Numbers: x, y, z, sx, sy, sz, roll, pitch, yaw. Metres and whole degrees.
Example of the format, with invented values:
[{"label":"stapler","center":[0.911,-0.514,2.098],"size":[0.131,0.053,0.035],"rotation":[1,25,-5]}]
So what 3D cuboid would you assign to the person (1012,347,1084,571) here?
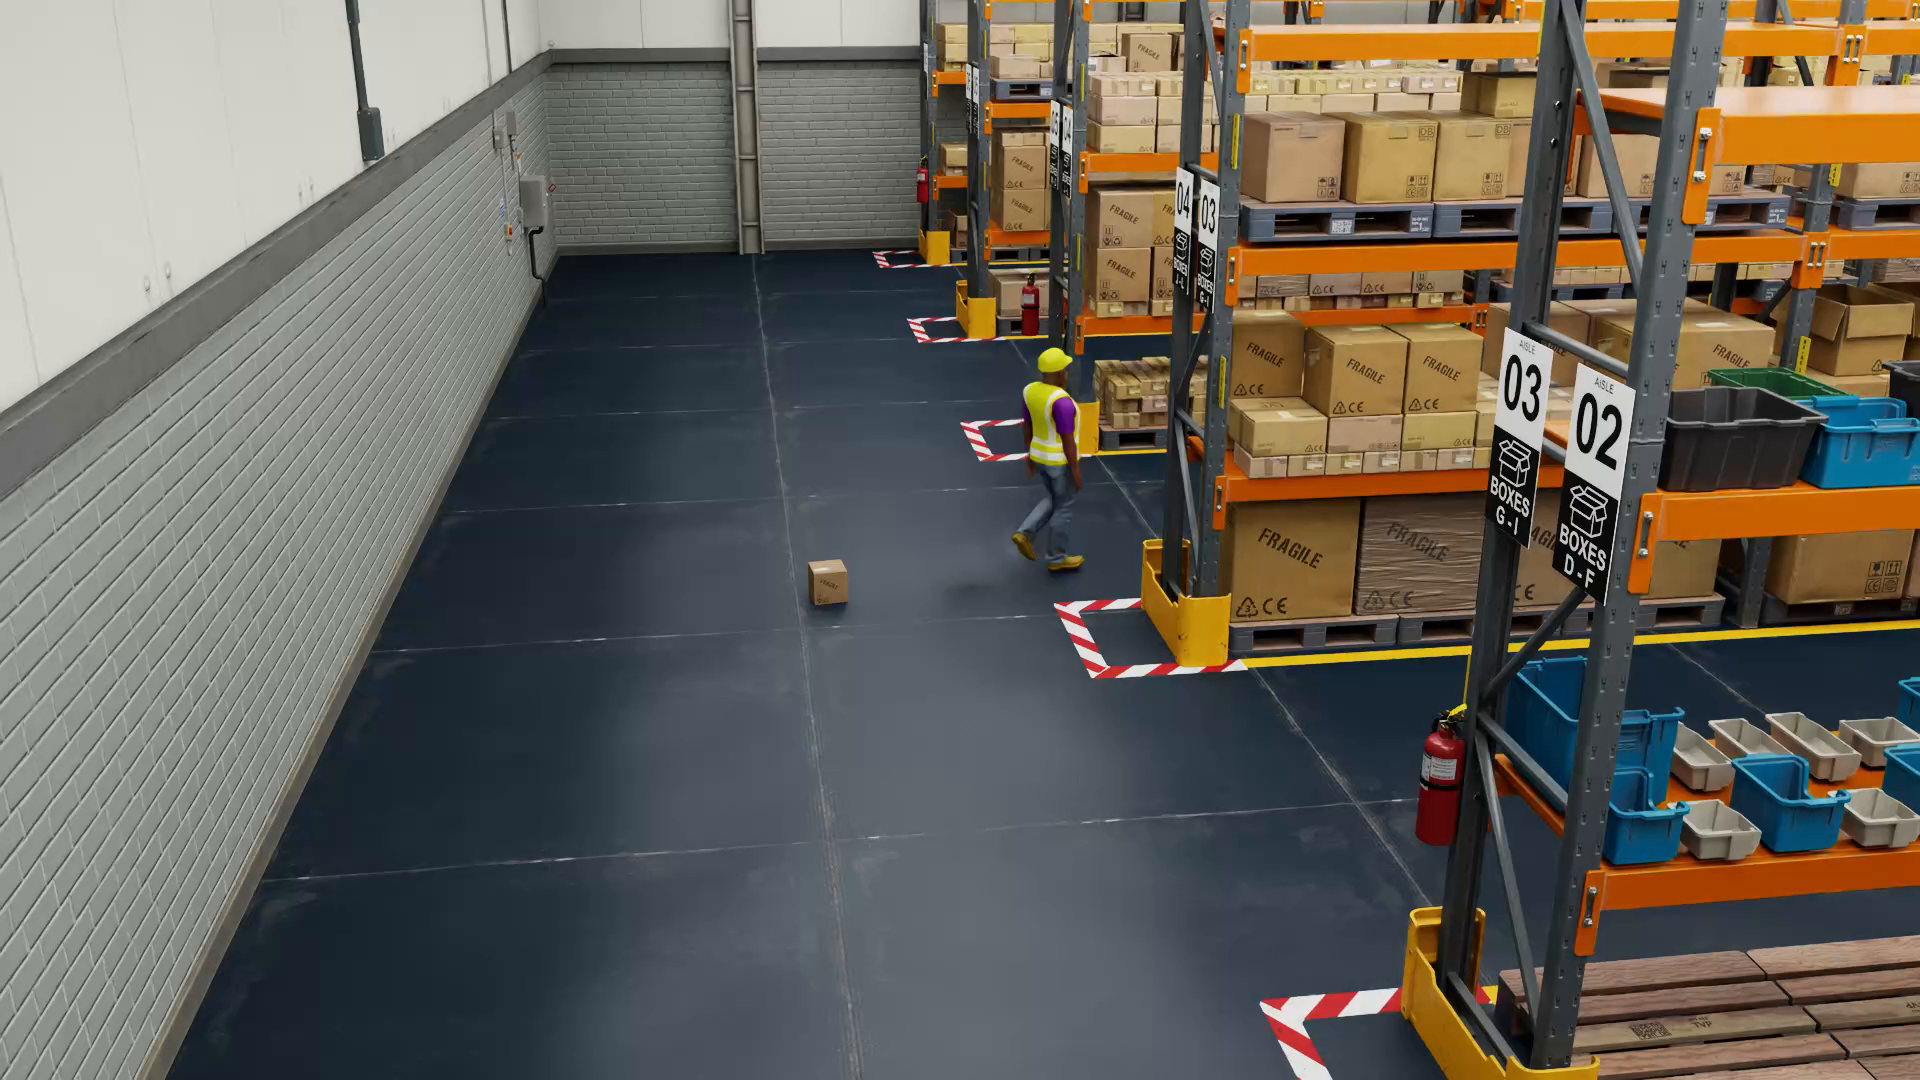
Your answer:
[{"label":"person","center":[0.702,-0.609,12.659],"size":[0.535,1.755,0.570],"rotation":[-11,23,-28]}]
